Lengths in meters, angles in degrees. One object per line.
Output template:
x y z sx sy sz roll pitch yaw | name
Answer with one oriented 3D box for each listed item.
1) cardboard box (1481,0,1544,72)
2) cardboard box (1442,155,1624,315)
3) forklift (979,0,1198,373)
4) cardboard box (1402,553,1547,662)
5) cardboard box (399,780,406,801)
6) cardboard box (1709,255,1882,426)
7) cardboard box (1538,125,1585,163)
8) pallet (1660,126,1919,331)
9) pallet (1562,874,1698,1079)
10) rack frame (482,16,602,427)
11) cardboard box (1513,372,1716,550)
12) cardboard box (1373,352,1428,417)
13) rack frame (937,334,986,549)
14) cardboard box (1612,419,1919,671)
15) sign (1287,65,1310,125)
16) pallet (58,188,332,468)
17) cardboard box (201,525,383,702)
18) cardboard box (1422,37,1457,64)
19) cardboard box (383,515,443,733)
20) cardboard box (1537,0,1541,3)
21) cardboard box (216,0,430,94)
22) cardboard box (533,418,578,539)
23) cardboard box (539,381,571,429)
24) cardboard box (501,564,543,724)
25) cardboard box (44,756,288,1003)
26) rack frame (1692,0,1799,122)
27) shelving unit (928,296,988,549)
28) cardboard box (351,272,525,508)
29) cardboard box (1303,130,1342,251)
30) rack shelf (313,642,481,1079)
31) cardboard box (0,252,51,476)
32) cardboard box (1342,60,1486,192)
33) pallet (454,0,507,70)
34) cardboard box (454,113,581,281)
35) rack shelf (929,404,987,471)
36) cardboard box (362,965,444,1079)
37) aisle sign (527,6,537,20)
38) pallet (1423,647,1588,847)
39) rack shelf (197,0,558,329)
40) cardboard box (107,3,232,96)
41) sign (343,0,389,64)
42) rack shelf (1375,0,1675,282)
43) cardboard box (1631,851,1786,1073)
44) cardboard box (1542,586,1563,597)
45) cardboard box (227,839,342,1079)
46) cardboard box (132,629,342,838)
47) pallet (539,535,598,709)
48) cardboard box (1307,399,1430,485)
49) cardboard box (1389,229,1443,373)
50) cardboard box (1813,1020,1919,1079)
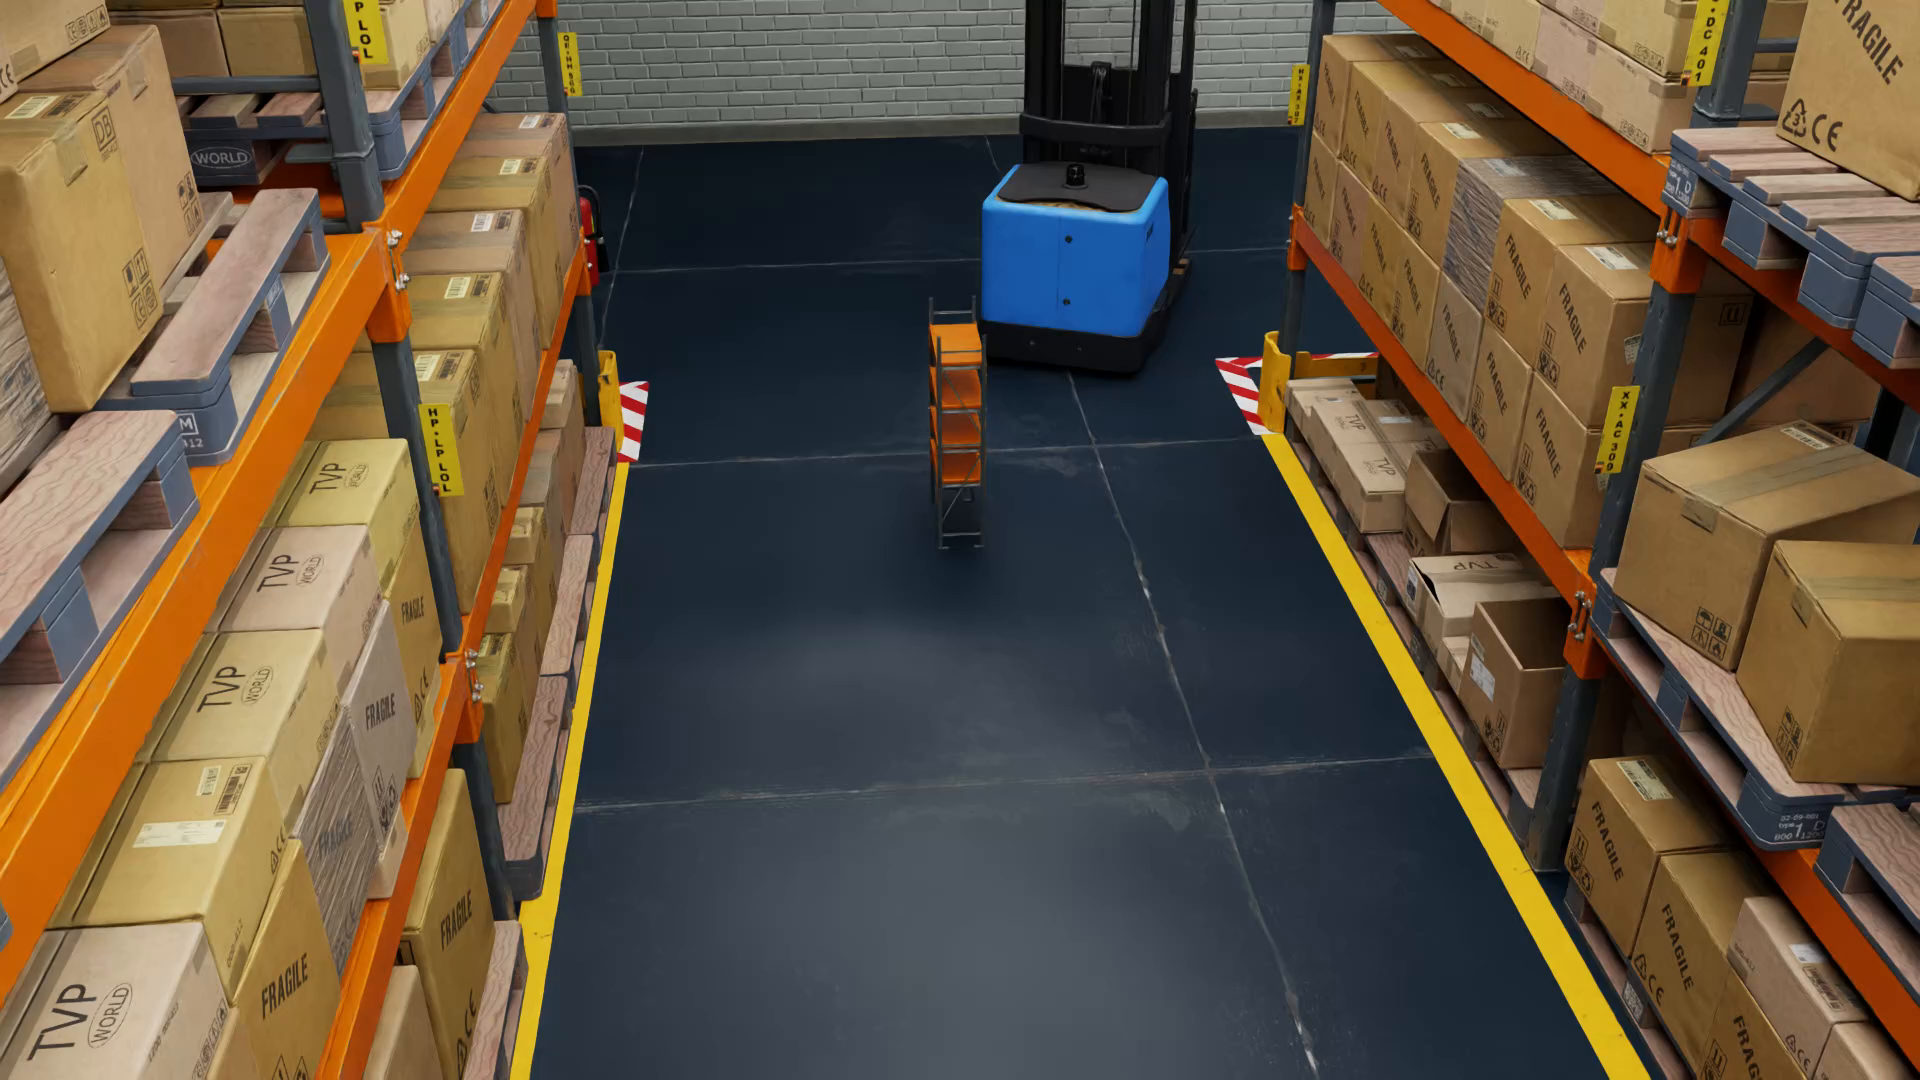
2.352 -1.997 6.388 0.500 0.250 0.500 -3 31 -5 | cardboard box
2.351 -1.264 6.868 0.500 0.500 0.500 -3 31 -4 | cardboard box
1.025 -3.044 10.988 1.130 2.935 3.031 9 32 14 | forklift
2.348 0.278 7.552 0.500 0.311 0.500 -3 31 -5 | cardboard box
-1.838 0.733 4.824 0.380 0.149 0.250 -2 31 -3 | cardboard box
2.990 -0.753 6.013 0.500 0.500 0.500 -2 31 -3 | cardboard box
2.845 -1.543 7.335 0.500 0.500 0.500 -2 31 -3 | cardboard box
2.745 -0.898 4.586 1.213 0.211 1.003 -3 31 -5 | pallet
2.868 1.584 5.893 1.003 0.211 1.213 -3 31 -5 | pallet
-2.551 -1.830 8.888 1.000 3.000 0.127 -3 31 -5 | rack frame
2.452 -0.313 6.251 0.500 0.500 0.500 -2 31 -4 | cardboard box
2.676 -0.919 9.372 0.500 0.500 0.500 -3 31 -5 | cardboard box
0.007 -0.475 8.375 0.240 1.200 0.015 -3 31 -5 | rack frame
2.575 0.002 5.314 0.700 0.500 0.500 -13 33 -21 | cardboard box
1.840 -2.415 9.023 0.100 0.325 0.005 -3 31 -5 | sign
-2.043 -0.528 3.970 0.805 0.209 1.217 -4 31 -7 | pallet
-1.841 0.199 4.354 0.500 0.250 0.500 -2 31 -4 | cardboard box
2.696 -2.327 8.649 0.500 0.500 0.500 -3 31 -5 | cardboard box
-1.884 0.257 4.988 0.500 0.500 0.500 -3 31 -5 | cardboard box
2.350 -2.211 6.260 0.500 0.250 0.500 -3 31 -5 | cardboard box
-1.980 -1.600 5.217 0.500 0.250 0.500 -3 31 -5 | cardboard box
-2.340 -0.329 8.404 0.700 0.500 0.500 -3 31 -5 | cardboard box
-2.168 -0.676 8.352 0.380 0.149 0.250 -2 31 -3 | cardboard box
-2.189 0.462 7.080 0.700 0.500 0.500 -3 31 -5 | cardboard box
-1.745 0.719 3.482 0.500 0.250 0.500 -3 31 -6 | cardboard box
2.754 -2.602 4.332 1.000 3.000 0.127 -3 31 -5 | rack frame
-0.015 -0.600 8.584 0.258 1.200 0.503 -3 31 -5 | shelving unit
-2.275 -0.567 6.482 0.980 0.700 0.700 -4 31 -6 | cardboard box
2.159 -1.873 8.863 0.500 0.500 0.500 -2 31 -4 | cardboard box
-1.991 1.542 3.944 1.077 0.370 4.000 -3 31 -5 | rack shelf
-2.106 -0.313 2.897 0.700 0.500 0.500 -3 31 -5 | cardboard box
2.215 -2.036 8.160 0.500 0.500 0.500 -2 31 -4 | cardboard box
-2.355 -2.077 6.464 1.003 0.211 1.213 -3 31 -5 | pallet
-2.494 -1.699 8.376 0.980 0.700 0.700 -1 31 -2 | cardboard box
-0.015 -0.542 8.618 0.258 0.148 0.480 -3 31 -5 | rack shelf
-1.902 1.734 4.608 0.750 0.750 0.750 -2 31 -3 | cardboard box
-2.260 -2.997 8.307 0.394 0.787 0.004 -3 31 -5 | aisle sign
2.691 0.820 7.172 1.003 0.211 1.213 -3 31 -5 | pallet
-2.365 -1.788 6.594 1.077 0.370 4.000 -3 31 -5 | rack shelf
-2.475 -1.572 5.172 0.500 0.250 0.500 -2 31 -4 | cardboard box
-1.638 -1.464 4.539 0.100 0.325 0.005 -3 31 -5 | sign
2.567 -2.027 6.995 1.077 0.370 4.000 -3 31 -5 | rack shelf
2.617 1.388 5.510 0.500 0.500 0.500 -2 31 -4 | cardboard box
2.839 0.335 7.598 0.380 0.166 0.250 -3 31 -5 | cardboard box
-1.736 1.028 3.696 0.500 0.500 0.500 -2 31 -3 | cardboard box
-1.794 0.459 3.918 0.500 0.250 0.500 -2 31 -4 | cardboard box
-2.288 0.393 7.886 1.003 0.211 1.213 -3 31 -5 | pallet
2.195 -0.531 8.966 0.500 0.250 0.500 -3 31 -5 | cardboard box
2.302 -1.098 7.566 0.500 0.500 0.500 -2 31 -4 | cardboard box
2.697 1.561 4.489 0.500 0.250 0.500 -3 31 -6 | cardboard box
